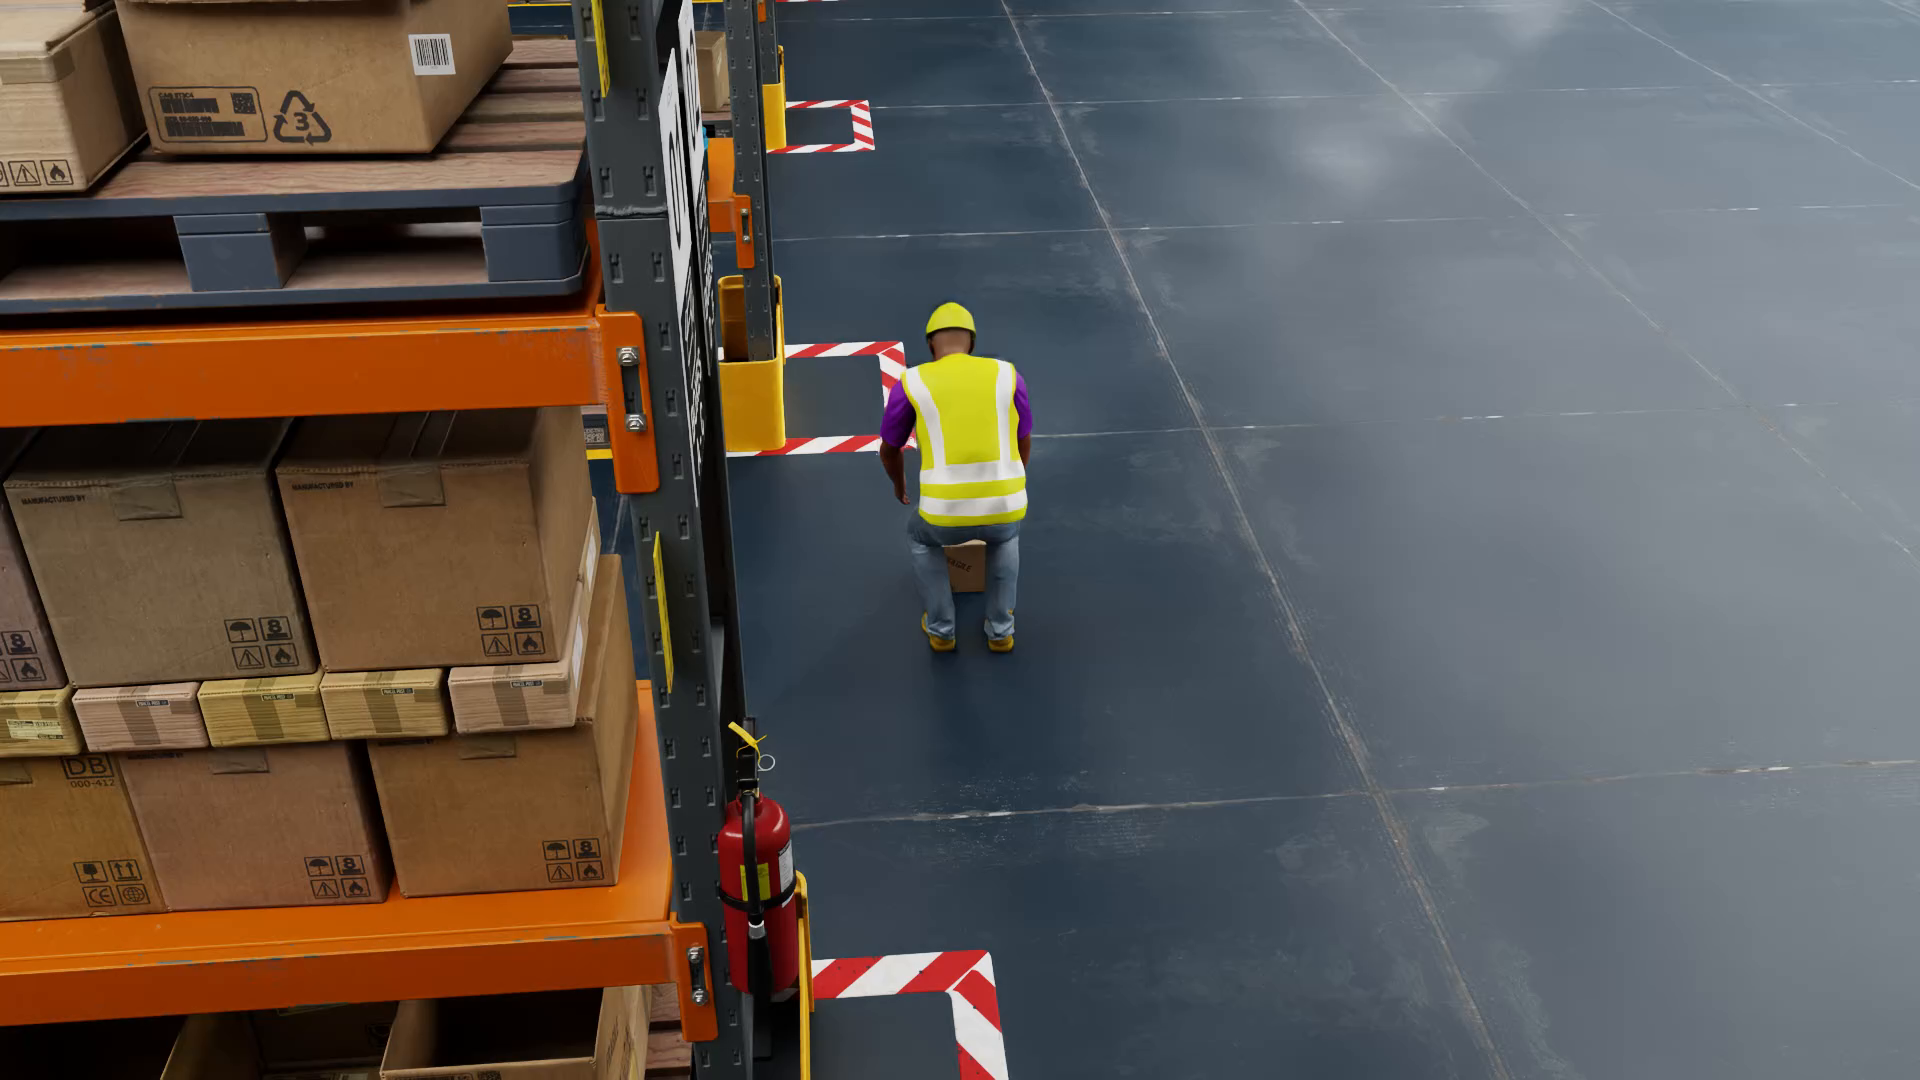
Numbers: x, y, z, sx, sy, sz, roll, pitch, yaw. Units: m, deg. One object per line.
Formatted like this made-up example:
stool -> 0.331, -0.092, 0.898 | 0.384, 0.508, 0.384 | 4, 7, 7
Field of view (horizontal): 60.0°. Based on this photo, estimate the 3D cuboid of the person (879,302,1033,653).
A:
person -> -0.009, -0.215, 6.826 | 0.631, 1.399, 0.763 | -3, 31, -4
